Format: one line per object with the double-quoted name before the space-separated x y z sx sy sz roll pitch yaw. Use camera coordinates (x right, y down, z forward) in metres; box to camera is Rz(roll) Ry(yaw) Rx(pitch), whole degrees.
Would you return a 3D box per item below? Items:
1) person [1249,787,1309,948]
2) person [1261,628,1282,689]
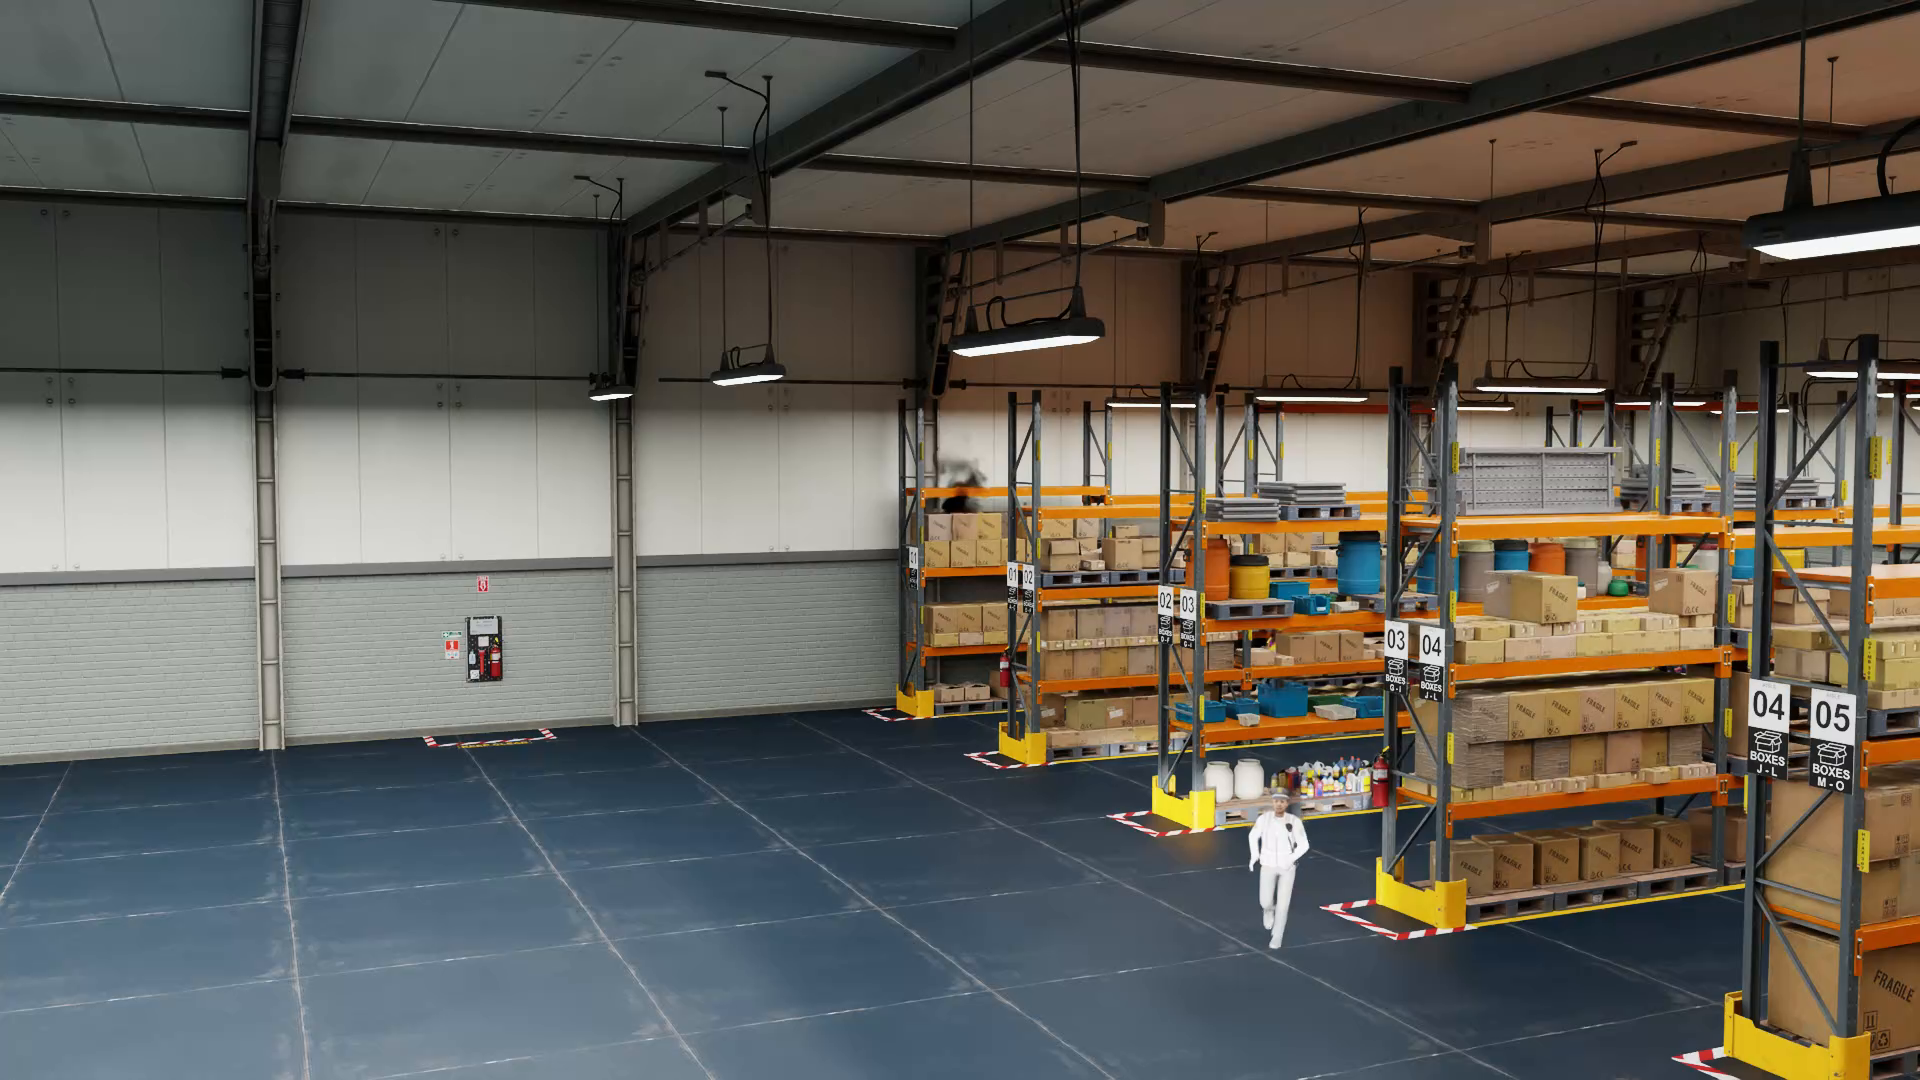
"person" 3.259 3.347 17.056 0.623 1.657 0.551 1 3 17
"person" 6.002 2.449 31.673 0.696 1.723 0.704 -2 4 -32
